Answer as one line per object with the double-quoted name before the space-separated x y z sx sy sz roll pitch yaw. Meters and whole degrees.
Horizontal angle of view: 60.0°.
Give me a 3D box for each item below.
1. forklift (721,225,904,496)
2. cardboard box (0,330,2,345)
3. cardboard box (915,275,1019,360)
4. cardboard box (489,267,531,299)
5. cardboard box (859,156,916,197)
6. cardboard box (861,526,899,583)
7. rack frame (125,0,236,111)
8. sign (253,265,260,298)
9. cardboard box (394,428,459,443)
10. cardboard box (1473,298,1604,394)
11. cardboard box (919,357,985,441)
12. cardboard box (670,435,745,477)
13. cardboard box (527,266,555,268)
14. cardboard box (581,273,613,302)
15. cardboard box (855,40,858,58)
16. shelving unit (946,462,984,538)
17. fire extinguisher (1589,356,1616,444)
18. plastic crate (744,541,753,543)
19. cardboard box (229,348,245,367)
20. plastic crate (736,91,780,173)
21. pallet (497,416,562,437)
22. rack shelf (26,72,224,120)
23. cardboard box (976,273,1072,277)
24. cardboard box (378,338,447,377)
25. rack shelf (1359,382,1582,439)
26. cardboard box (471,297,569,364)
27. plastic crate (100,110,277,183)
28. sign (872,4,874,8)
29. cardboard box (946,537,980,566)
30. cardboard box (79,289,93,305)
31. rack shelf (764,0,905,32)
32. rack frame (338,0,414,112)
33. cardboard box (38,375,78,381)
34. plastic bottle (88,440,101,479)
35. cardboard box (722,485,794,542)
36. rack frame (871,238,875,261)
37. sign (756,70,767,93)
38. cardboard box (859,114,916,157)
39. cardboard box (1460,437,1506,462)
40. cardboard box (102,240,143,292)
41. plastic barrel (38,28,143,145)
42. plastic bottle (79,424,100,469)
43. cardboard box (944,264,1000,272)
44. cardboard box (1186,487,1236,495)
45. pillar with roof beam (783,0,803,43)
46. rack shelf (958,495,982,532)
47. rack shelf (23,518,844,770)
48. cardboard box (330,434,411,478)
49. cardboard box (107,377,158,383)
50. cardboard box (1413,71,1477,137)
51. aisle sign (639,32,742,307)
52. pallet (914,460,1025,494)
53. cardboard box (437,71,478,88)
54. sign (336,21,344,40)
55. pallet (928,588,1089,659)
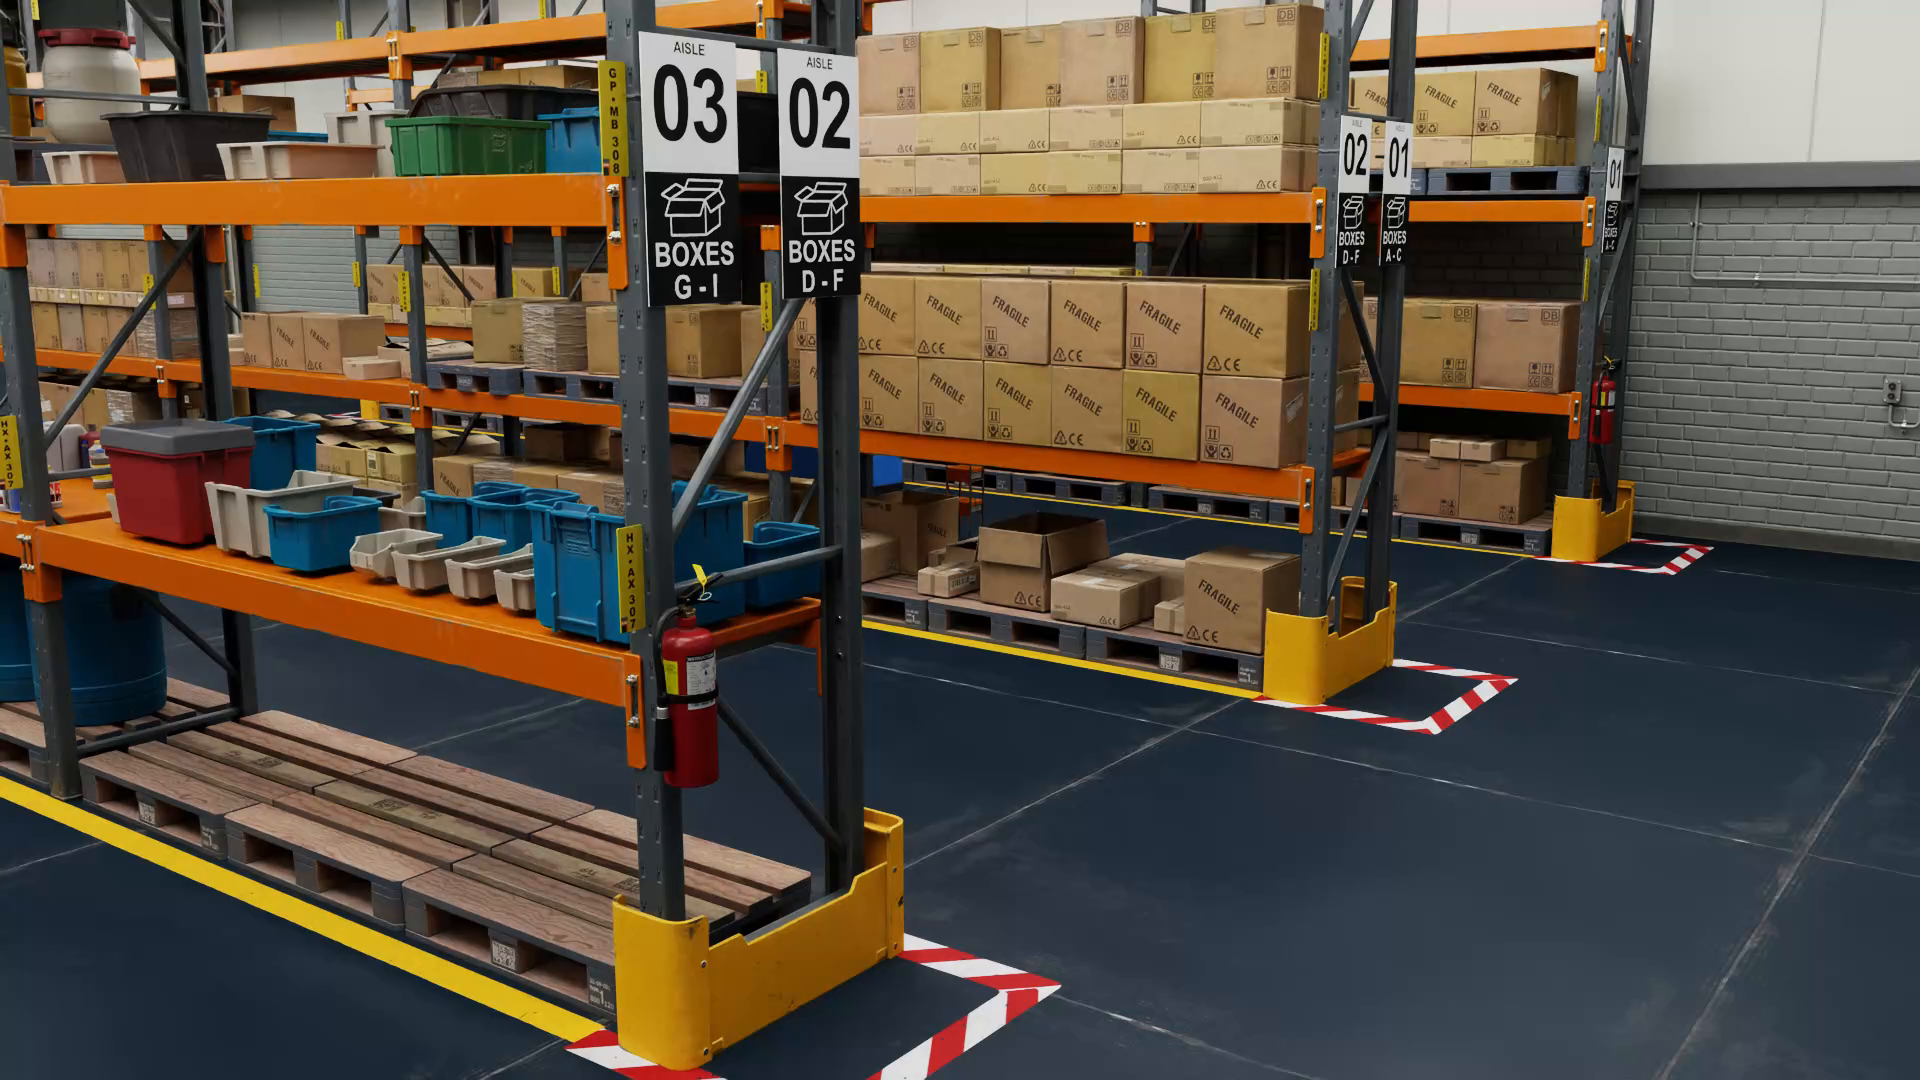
"forklift" -1.935 -1.788 15.555 3.031 2.935 1.130 10 15 41
"cardboard box" -10.285 -2.438 18.472 0.500 0.500 0.700 8 14 36
"cardboard box" 0.061 -1.422 10.590 0.500 0.500 0.500 7 13 34
"cardboard box" -5.471 -3.118 20.617 0.500 0.500 0.500 8 13 35
"cardboard box" -0.336 -2.344 10.746 0.500 0.250 0.500 8 13 36
"cardboard box" -0.772 0.090 11.588 0.500 0.311 0.500 8 13 36
"rack frame" -7.430 -4.939 15.868 0.127 3.000 1.000 8 13 36
"sign" -7.117 -2.608 16.771 0.005 0.325 0.100 8 13 36
"cardboard box" -4.883 -0.837 15.117 0.500 0.311 0.500 8 13 34
"cardboard box" 4.754 -1.607 13.647 0.700 0.700 0.980 9 14 38
"cardboard box" 0.084 -0.931 10.680 0.500 0.500 0.500 8 13 35
"cardboard box" -2.034 -0.655 12.969 0.500 0.250 0.500 8 14 36
"cardboard box" -5.171 -3.200 21.043 0.500 0.500 0.500 8 13 35
"cardboard box" -4.111 -2.955 19.986 0.500 0.500 0.700 8 14 36
"cardboard box" -0.568 -3.058 11.147 0.500 0.500 0.700 8 13 36
"shelving unit" 0.043 -0.509 13.899 0.252 1.050 0.215 8 13 36
"fire extinguisher" 5.019 -1.095 12.977 0.183 0.674 0.296 8 13 36
"plastic crate" -0.907 0.086 6.222 0.298 0.136 0.250 8 13 36
"cardboard box" -6.837 -1.740 15.785 0.250 0.149 0.380 8 13 36
"plastic crate" -0.838 -1.381 5.719 0.590 0.269 0.497 8 13 36
"pallet" -5.063 -1.454 20.988 1.213 0.211 1.003 8 13 36
"rack shelf" -9.042 -4.614 17.137 4.000 0.370 1.077 8 13 36
"cardboard box" 0.399 -1.503 11.007 0.500 0.500 0.500 8 14 36
"cardboard box" -4.812 -1.631 14.795 0.500 0.311 0.500 8 13 35
"rack shelf" 3.559 -1.275 14.617 4.000 0.370 1.077 8 13 36
"cardboard box" -3.632 -1.746 13.787 0.500 0.500 0.700 3 11 17
"plastic crate" -3.078 -1.563 6.660 0.590 0.269 0.497 8 13 36
"sign" -0.951 -5.870 17.804 0.005 0.325 0.100 8 13 36
"cardboard box" 0.250 0.115 11.460 0.500 0.311 0.500 8 13 36
"cardboard box" -8.799 -2.502 17.095 0.250 0.149 0.380 8 14 37
"rack shelf" 0.630 -3.460 10.126 4.000 0.370 1.077 8 13 36
"rack frame" -7.725 -6.148 22.115 0.127 3.000 1.000 8 13 36
"cardboard box" -9.949 -1.518 18.136 0.500 0.500 0.500 8 13 36
"plastic bottle" -4.594 -0.430 8.876 0.097 0.201 0.097 0 11 0
"cardboard box" -1.549 -0.095 12.045 0.500 0.500 0.500 8 13 35
"rack frame" -1.277 -2.303 18.036 0.127 3.000 1.000 8 13 36
"sign" -1.308 -2.929 10.976 0.005 0.325 0.100 8 13 36
"cardboard box" -0.333 -2.590 10.703 0.500 0.250 0.500 8 13 36
"cardboard box" 4.336 -0.751 13.781 0.250 0.149 0.380 8 13 35
"cardboard box" -8.200 -2.785 16.851 0.500 0.500 0.700 8 13 35
"plastic barrel" -4.193 -2.180 8.038 0.433 0.535 0.433 0 11 0
"plastic bottle" -4.676 -0.486 8.949 0.133 0.283 0.061 8 13 36
"cardboard box" 0.190 -2.613 16.566 0.500 0.250 0.500 8 13 34
"cardboard box" 2.489 -0.732 15.393 0.500 0.500 0.700 8 14 36
"pillar with roof beam" -4.361 -4.868 15.499 0.400 9.000 9.100 8 13 36
"rack shelf" 0.043 -0.226 13.954 0.240 0.259 0.215 8 13 36
"rack shelf" -2.305 0.242 6.778 4.000 0.370 1.077 8 13 36
"cardboard box" -5.197 -0.754 14.688 0.500 0.311 0.500 8 13 35
"cardboard box" -8.829 -1.487 17.975 0.500 0.500 0.500 8 13 36
"cardboard box" 4.023 -3.524 13.504 0.500 0.500 0.500 8 14 37
"aisle sign" -0.808 -1.110 5.026 0.004 0.787 0.394 8 13 36
"pallet" 0.293 -0.696 17.073 1.213 0.211 1.003 8 13 36
"cardboard box" -3.858 -3.507 13.466 0.500 0.500 0.500 8 13 36
"sign" -8.046 -6.562 21.590 0.005 0.325 0.100 8 13 36
"pallet" 0.558 0.489 10.946 1.213 0.211 1.003 8 13 36
